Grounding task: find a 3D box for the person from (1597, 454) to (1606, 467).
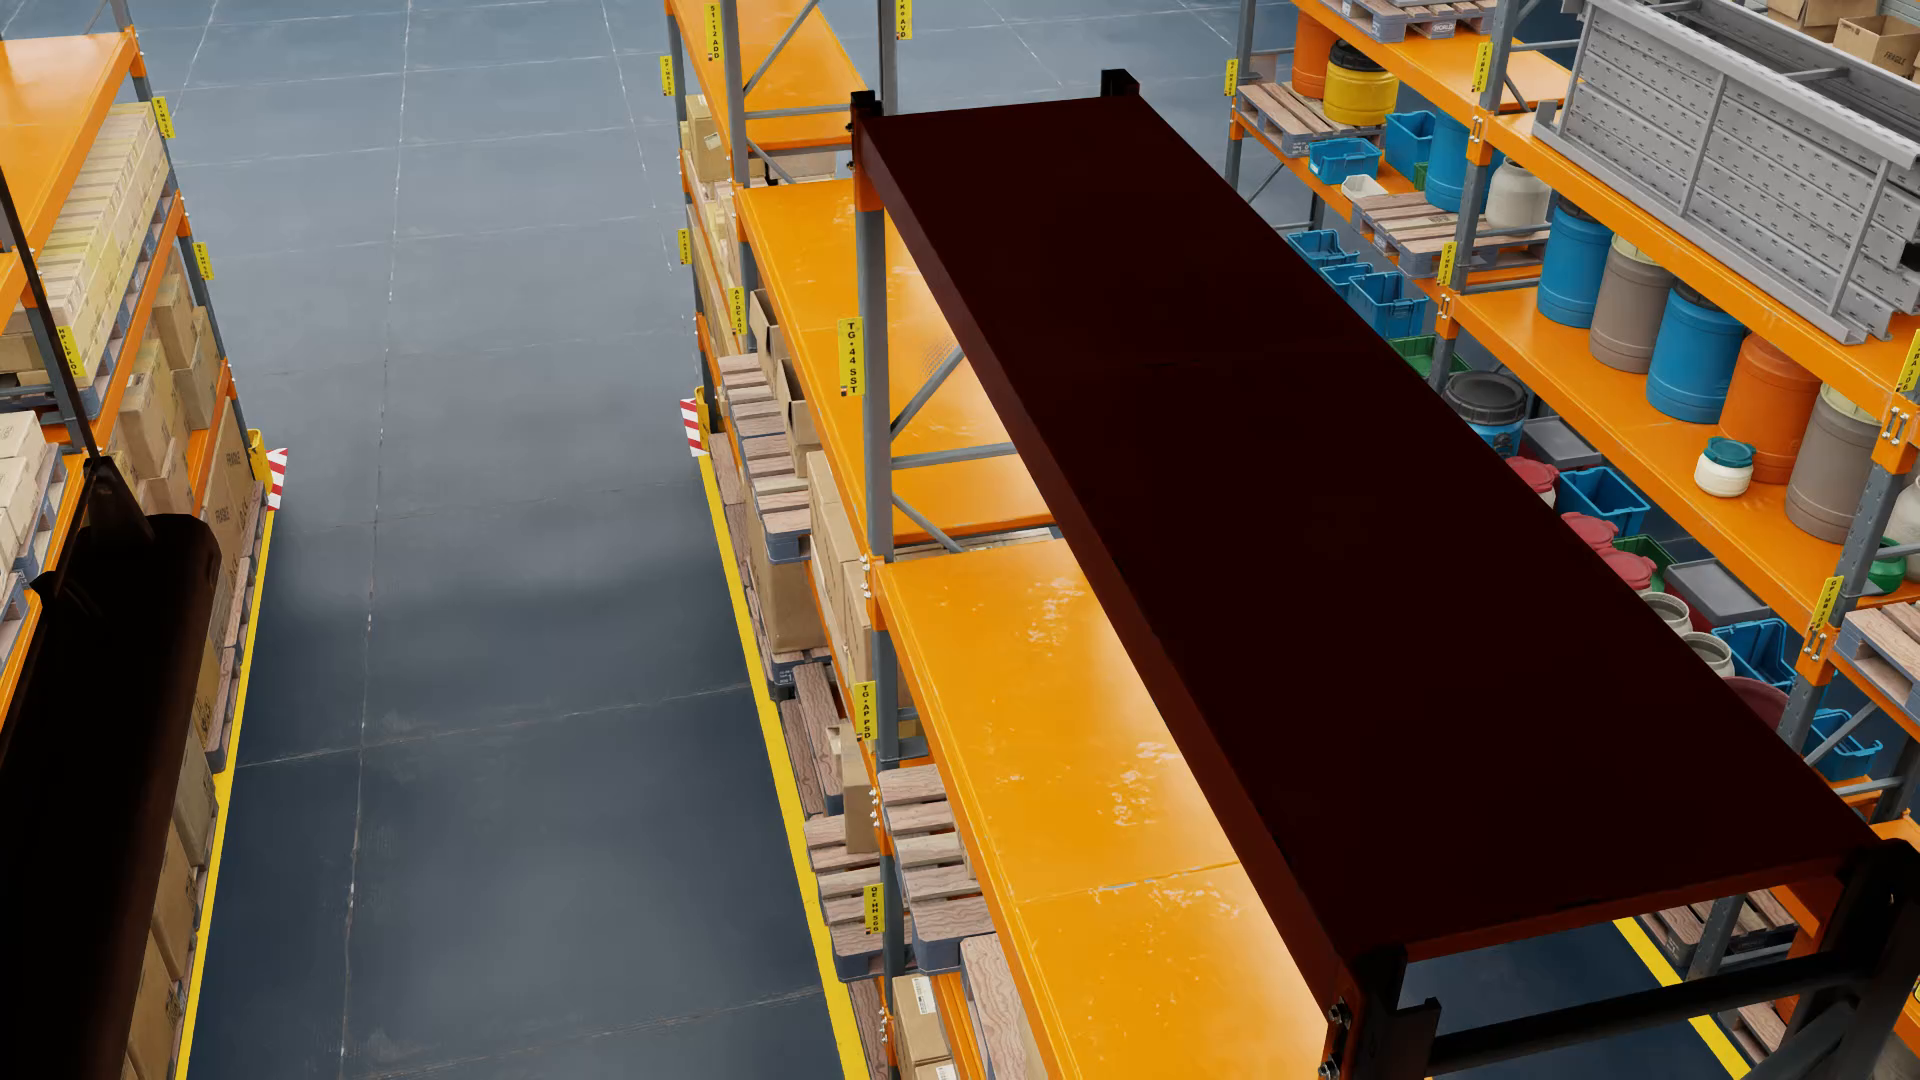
[{"bbox_3d":[5.662,-1.336,14.622,0.509,1.675,0.535,1,34,1],"label":"person"}]
